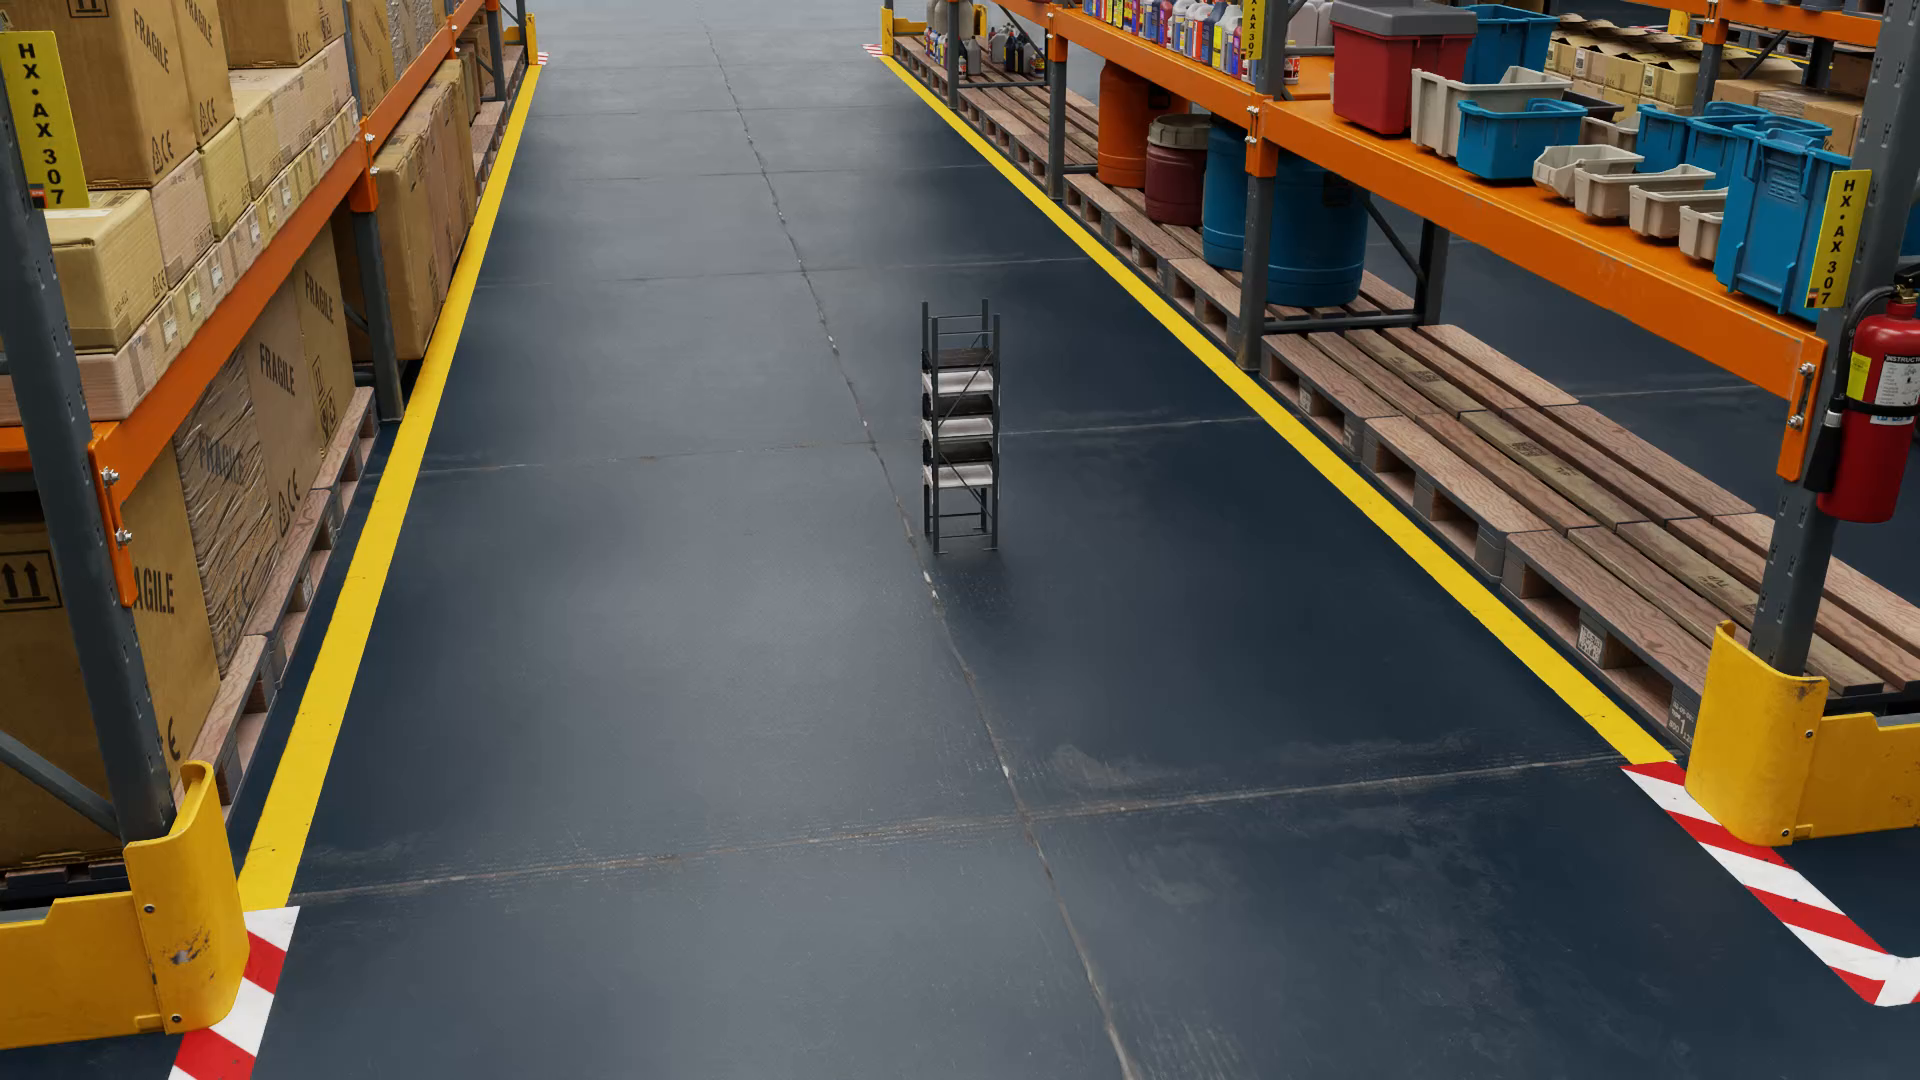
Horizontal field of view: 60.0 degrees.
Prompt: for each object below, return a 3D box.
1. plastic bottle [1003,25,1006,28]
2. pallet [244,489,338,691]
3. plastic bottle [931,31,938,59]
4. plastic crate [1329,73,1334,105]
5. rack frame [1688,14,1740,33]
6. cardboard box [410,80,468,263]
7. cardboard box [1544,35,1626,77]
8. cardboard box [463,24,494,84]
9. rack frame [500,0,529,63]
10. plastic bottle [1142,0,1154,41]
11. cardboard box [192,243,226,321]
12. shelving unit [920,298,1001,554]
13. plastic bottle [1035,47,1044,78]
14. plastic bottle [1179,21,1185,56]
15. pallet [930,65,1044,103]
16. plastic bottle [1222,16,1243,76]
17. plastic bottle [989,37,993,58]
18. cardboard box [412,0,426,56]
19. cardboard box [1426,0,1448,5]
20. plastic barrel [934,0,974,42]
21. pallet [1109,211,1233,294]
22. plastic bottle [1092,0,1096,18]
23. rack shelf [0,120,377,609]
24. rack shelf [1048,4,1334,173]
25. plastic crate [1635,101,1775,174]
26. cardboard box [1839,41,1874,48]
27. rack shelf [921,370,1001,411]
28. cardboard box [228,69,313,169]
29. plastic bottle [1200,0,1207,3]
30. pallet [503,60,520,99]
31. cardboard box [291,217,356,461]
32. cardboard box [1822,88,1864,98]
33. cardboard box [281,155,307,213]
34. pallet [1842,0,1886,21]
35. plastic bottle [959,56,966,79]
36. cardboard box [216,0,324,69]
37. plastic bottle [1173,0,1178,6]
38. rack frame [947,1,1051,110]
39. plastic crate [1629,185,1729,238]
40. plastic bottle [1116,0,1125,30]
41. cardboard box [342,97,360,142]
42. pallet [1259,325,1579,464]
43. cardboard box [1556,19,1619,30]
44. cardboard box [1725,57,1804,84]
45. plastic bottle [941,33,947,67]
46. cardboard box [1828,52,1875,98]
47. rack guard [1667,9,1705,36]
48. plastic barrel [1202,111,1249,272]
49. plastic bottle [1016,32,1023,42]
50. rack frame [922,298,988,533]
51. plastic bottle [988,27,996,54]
[{"bbox_3d":[0.456,-5.194,17.239,0.061,0.283,0.133,-4,24,-8],"label":"plastic bottle"},{"bbox_3d":[-2.710,0.179,5.577,1.003,0.211,1.213,-4,24,-10],"label":"pallet"},{"bbox_3d":[-0.243,-5.013,16.838,0.097,0.271,0.097,0,24,0],"label":"plastic bottle"},{"bbox_3d":[1.810,-1.965,7.255,0.396,0.136,0.243,-4,24,-10],"label":"plastic crate"},{"bbox_3d":[9.382,-7.705,20.144,1.000,3.000,0.127,-4,24,-10],"label":"rack frame"},{"bbox_3d":[-3.478,-2.053,9.333,1.225,0.875,0.875,-4,24,-10],"label":"cardboard box"},{"bbox_3d":[5.371,-4.167,14.254,0.500,0.311,0.500,-4,24,-8],"label":"cardboard box"},{"bbox_3d":[-4.630,-4.464,15.321,0.500,0.500,0.500,3,24,7],"label":"cardboard box"},{"bbox_3d":[-5.222,-6.605,17.626,1.000,3.000,0.127,-4,24,-10],"label":"rack frame"},{"bbox_3d":[1.144,-3.028,9.591,0.152,0.276,0.135,-4,24,-10],"label":"plastic bottle"},{"bbox_3d":[-2.150,-0.665,4.338,0.380,0.149,0.250,-5,24,-11],"label":"cardboard box"},{"bbox_3d":[0.001,-0.409,6.063,0.258,0.900,0.210,-4,24,-10],"label":"shelving unit"},{"bbox_3d":[0.757,-4.507,15.682,0.097,0.271,0.097,0,24,0],"label":"plastic bottle"},{"bbox_3d":[1.240,-2.730,9.002,0.097,0.201,0.097,0,24,0],"label":"plastic bottle"},{"bbox_3d":[0.302,-4.388,16.033,1.003,0.211,1.213,-4,24,-10],"label":"pallet"},{"bbox_3d":[1.407,-2.470,8.312,0.152,0.276,0.135,-4,24,-10],"label":"plastic bottle"},{"bbox_3d":[0.343,-5.029,16.963,0.097,0.201,0.097,0,24,0],"label":"plastic bottle"},{"bbox_3d":[-3.222,-2.928,9.081,0.500,0.500,0.500,-5,24,-11],"label":"cardboard box"},{"bbox_3d":[4.873,-5.403,16.848,0.500,0.500,0.500,-4,24,-10],"label":"cardboard box"},{"bbox_3d":[-0.065,-5.574,17.848,0.421,0.512,0.421,0,24,0],"label":"plastic barrel"},{"bbox_3d":[1.534,-1.761,10.019,1.003,0.211,1.213,-4,24,-10],"label":"pallet"},{"bbox_3d":[0.900,-3.454,10.659,0.097,0.201,0.097,0,24,0],"label":"plastic bottle"},{"bbox_3d":[-2.633,-0.769,5.161,1.077,0.370,4.000,-4,24,-10],"label":"rack shelf"},{"bbox_3d":[1.495,-2.709,9.603,1.077,0.370,4.000,-4,24,-10],"label":"rack shelf"},{"bbox_3d":[2.583,-1.386,5.811,0.416,0.233,0.300,-4,24,-10],"label":"plastic crate"},{"bbox_3d":[9.890,-5.593,17.881,0.500,0.500,0.500,-6,24,-14],"label":"cardboard box"},{"bbox_3d":[0.001,-0.544,6.004,0.258,0.077,0.200,-4,24,-10],"label":"rack shelf"},{"bbox_3d":[-2.470,-1.394,5.510,0.500,0.250,0.500,-4,24,-9],"label":"cardboard box"},{"bbox_3d":[1.623,-3.560,10.901,0.097,0.201,0.097,0,24,0],"label":"plastic bottle"},{"bbox_3d":[-4.870,-4.496,16.281,1.003,0.211,1.213,-4,24,-10],"label":"pallet"},{"bbox_3d":[-2.959,-0.838,6.552,0.875,0.875,0.875,-4,24,-10],"label":"cardboard box"},{"bbox_3d":[6.397,-2.896,11.706,0.500,0.500,0.500,-3,24,-8],"label":"cardboard box"},{"bbox_3d":[-2.386,-1.169,5.492,0.380,0.149,0.250,-5,24,-11],"label":"cardboard box"},{"bbox_3d":[6.358,-3.338,10.384,1.003,0.211,1.213,-4,24,-10],"label":"pallet"},{"bbox_3d":[0.012,-4.437,15.608,0.097,0.201,0.097,0,24,0],"label":"plastic bottle"},{"bbox_3d":[-2.566,-1.938,5.818,0.500,0.500,0.500,-4,24,-9],"label":"cardboard box"},{"bbox_3d":[1.232,-2.911,9.327,0.097,0.271,0.097,0,24,0],"label":"plastic bottle"},{"bbox_3d":[0.386,-5.398,14.862,1.000,3.000,0.127,-4,24,-10],"label":"rack frame"},{"bbox_3d":[2.236,-1.007,5.063,0.396,0.136,0.243,-4,24,-10],"label":"plastic crate"},{"bbox_3d":[0.996,-3.249,10.086,0.061,0.283,0.133,-4,24,-10],"label":"plastic bottle"},{"bbox_3d":[-2.624,-1.674,6.650,0.380,0.149,0.250,-4,24,-9],"label":"cardboard box"},{"bbox_3d":[2.039,-0.687,7.560,1.003,0.211,1.213,-4,24,-10],"label":"pallet"},{"bbox_3d":[5.713,-4.611,15.269,0.500,0.311,0.500,-4,24,-8],"label":"cardboard box"},{"bbox_3d":[6.186,-3.607,12.972,0.500,0.311,0.500,-4,24,-8],"label":"cardboard box"},{"bbox_3d":[-0.112,-4.820,16.299,0.144,0.351,0.185,-4,24,-10],"label":"plastic bottle"},{"bbox_3d":[6.412,-3.217,11.506,0.500,0.250,0.500,-3,24,-8],"label":"cardboard box"},{"bbox_3d":[9.396,-6.529,20.576,1.175,0.500,0.348,-4,24,-10],"label":"rack guard"},{"bbox_3d":[1.650,-1.976,9.124,0.600,0.901,0.708,-4,24,-10],"label":"plastic barrel"},{"bbox_3d":[0.609,-4.808,16.272,0.144,0.351,0.185,-5,24,-12],"label":"plastic bottle"},{"bbox_3d":[-0.017,-0.449,6.154,0.240,0.900,0.006,-4,24,-10],"label":"rack frame"},{"bbox_3d":[0.331,-5.129,17.091,0.061,0.283,0.133,-4,24,-10],"label":"plastic bottle"}]
